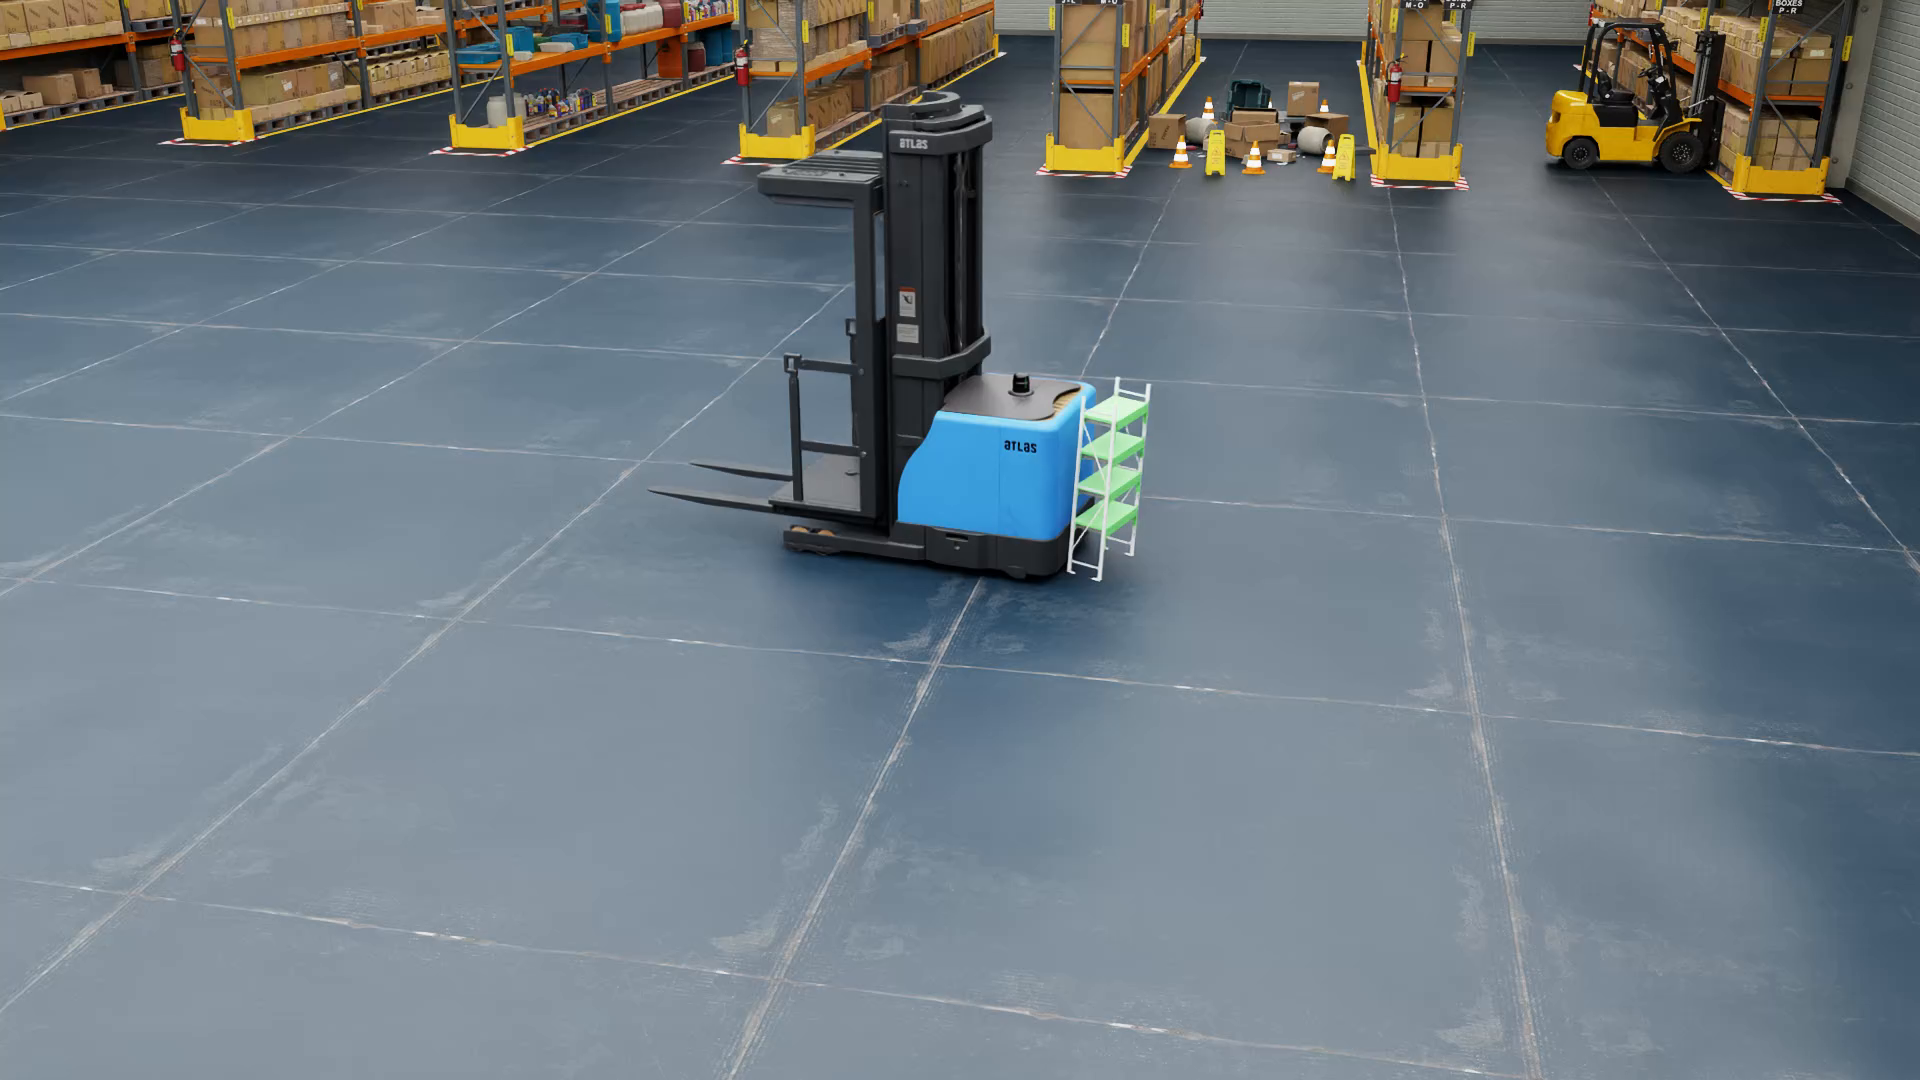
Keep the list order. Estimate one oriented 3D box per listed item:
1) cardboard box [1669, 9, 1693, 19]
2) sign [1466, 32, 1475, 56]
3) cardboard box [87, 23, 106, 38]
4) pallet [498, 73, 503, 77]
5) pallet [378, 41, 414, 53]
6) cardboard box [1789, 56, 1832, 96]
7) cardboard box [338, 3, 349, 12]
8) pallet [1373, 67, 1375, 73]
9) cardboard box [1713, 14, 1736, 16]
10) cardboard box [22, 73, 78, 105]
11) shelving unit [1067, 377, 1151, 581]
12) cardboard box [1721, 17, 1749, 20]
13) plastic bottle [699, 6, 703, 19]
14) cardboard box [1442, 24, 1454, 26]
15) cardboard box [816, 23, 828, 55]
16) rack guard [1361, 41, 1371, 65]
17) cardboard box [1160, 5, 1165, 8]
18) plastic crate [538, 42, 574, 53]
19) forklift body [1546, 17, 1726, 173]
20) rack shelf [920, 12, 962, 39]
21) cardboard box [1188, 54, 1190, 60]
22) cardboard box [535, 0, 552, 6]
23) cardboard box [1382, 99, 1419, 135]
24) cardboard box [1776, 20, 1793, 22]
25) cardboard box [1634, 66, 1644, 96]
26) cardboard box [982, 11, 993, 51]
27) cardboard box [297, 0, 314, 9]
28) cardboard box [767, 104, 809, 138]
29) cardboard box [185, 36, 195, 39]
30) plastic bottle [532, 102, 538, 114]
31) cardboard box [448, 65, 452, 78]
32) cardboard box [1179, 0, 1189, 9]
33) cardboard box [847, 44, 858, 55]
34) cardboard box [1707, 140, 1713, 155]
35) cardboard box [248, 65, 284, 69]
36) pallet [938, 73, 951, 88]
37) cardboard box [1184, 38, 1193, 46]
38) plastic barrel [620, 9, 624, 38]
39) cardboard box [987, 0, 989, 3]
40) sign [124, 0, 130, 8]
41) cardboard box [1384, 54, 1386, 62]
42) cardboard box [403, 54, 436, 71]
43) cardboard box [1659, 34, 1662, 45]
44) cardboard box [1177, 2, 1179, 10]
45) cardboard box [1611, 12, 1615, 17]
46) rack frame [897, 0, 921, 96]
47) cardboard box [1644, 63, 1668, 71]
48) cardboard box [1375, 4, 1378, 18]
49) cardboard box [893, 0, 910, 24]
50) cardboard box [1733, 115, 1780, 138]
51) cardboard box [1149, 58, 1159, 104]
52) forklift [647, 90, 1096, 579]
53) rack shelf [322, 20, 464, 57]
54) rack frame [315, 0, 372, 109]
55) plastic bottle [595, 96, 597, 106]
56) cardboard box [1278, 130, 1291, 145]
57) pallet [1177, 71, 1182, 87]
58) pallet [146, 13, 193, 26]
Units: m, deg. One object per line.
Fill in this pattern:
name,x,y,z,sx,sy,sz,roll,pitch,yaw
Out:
cardboard box,12.836,-9.348,29.547,0.380,0.149,0.250,5,22,12
sign,7.308,-7.100,23.808,0.100,0.325,0.005,4,22,11
cardboard box,-16.565,-9.652,31.479,0.500,0.250,0.500,5,22,11
pallet,-10.548,-10.599,37.388,1.003,0.211,1.213,4,22,11
pallet,-14.544,-12.443,41.966,1.003,0.211,1.213,4,22,11
cardboard box,12.010,-6.569,23.515,0.500,0.500,0.500,5,23,13
cardboard box,-11.651,-9.946,31.032,0.380,0.149,0.250,4,22,11
pallet,9.458,-10.107,36.166,1.003,0.211,1.213,4,22,11
cardboard box,13.107,-8.938,28.530,0.380,0.149,0.250,5,22,12
cardboard box,-16.927,-8.392,30.931,0.700,0.500,0.500,3,22,8
shelving unit,0.956,-0.392,10.701,0.258,1.200,0.503,16,27,27
cardboard box,12.150,-8.113,26.082,0.380,0.149,0.250,5,22,12
plastic bottle,-5.517,-11.215,35.357,0.097,0.271,0.097,0,22,0
cardboard box,7.648,-8.017,26.711,0.500,0.500,0.500,5,23,13
cardboard box,-2.656,-8.250,27.291,0.875,0.500,0.500,4,22,11
rack guard,10.047,-11.440,39.091,1.175,0.500,0.348,4,22,11
cardboard box,3.838,-10.383,32.496,0.380,0.149,0.250,5,23,13
plastic crate,-7.040,-8.600,29.045,0.530,0.136,0.437,4,22,11
forklift body,10.238,-6.801,25.362,2.313,2.155,1.214,4,22,11
rack shelf,-0.884,-10.819,35.164,1.077,0.370,4.000,4,22,11
cardboard box,5.077,-11.116,38.193,0.380,0.149,0.250,5,22,12
cardboard box,-9.802,-12.852,39.116,0.500,0.500,0.500,5,22,12
cardboard box,6.789,-6.511,25.619,0.500,0.500,0.500,5,23,13
cardboard box,12.562,-7.888,25.524,0.380,0.149,0.250,4,22,10
cardboard box,13.362,-8.868,32.143,0.500,0.500,0.500,5,23,13
cardboard box,0.288,-12.316,40.200,0.875,0.875,0.875,4,22,11
cardboard box,-12.094,-9.832,29.880,0.700,0.500,0.500,4,22,11
cardboard box,-2.780,-6.757,26.901,0.500,0.500,0.500,9,24,21
cardboard box,-16.113,-10.475,35.101,0.500,0.250,0.500,5,22,12
plastic bottle,-7.564,-7.692,29.595,0.097,0.201,0.097,0,22,0
cardboard box,-10.858,-9.886,35.003,0.500,0.250,0.500,5,22,12
cardboard box,4.707,-11.815,36.143,0.500,0.500,0.500,4,22,10
cardboard box,-1.976,-8.463,28.688,0.380,0.149,0.250,4,22,11
cardboard box,11.730,-6.033,25.436,0.500,0.250,0.500,5,23,13
cardboard box,-12.510,-8.287,30.030,0.500,0.500,0.500,4,22,11
pallet,-0.806,-9.855,35.540,1.003,0.211,1.213,4,22,11
cardboard box,5.164,-11.483,38.307,0.380,0.149,0.250,5,23,13
plastic barrel,-6.547,-9.732,31.320,0.433,0.535,0.433,0,22,0
cardboard box,0.486,-12.887,39.674,0.380,0.149,0.250,5,22,11
sign,-16.123,-10.454,32.136,0.100,0.325,0.005,4,22,11
cardboard box,7.215,-7.995,27.527,0.380,0.149,0.250,4,22,11
cardboard box,-11.060,-9.771,33.969,0.500,0.311,0.500,4,22,11
cardboard box,12.940,-9.075,30.072,0.500,0.250,0.500,5,22,11
cardboard box,4.420,-11.291,35.149,0.380,0.149,0.250,5,22,11
cardboard box,14.070,-11.154,35.369,0.380,0.149,0.250,4,22,10
rack frame,-1.292,-10.421,33.213,1.000,3.000,0.127,4,22,11
cardboard box,13.148,-8.927,31.419,0.380,0.149,0.250,3,22,8
cardboard box,8.445,-10.401,32.695,0.500,0.250,0.500,4,22,10
cardboard box,-1.379,-10.250,32.092,0.700,0.500,0.500,8,23,19
cardboard box,11.426,-5.938,23.862,0.500,0.250,0.500,5,23,13
cardboard box,3.156,-8.621,31.194,1.050,0.750,0.750,5,22,12
forklift,-0.656,-1.431,10.983,3.031,2.935,1.130,8,23,18
rack shelf,-11.397,-10.112,33.410,1.077,0.370,4.000,4,22,11
rack frame,-11.805,-9.714,31.459,1.000,3.000,0.127,4,22,11
plastic bottle,-6.726,-8.085,30.570,0.097,0.201,0.097,0,22,0
cardboard box,5.326,-6.800,27.882,0.258,0.266,0.396,-11,25,-26
pallet,4.202,-9.890,35.628,1.003,0.211,1.213,4,22,11
pallet,-16.203,-10.738,34.256,1.003,0.211,1.213,4,22,11
